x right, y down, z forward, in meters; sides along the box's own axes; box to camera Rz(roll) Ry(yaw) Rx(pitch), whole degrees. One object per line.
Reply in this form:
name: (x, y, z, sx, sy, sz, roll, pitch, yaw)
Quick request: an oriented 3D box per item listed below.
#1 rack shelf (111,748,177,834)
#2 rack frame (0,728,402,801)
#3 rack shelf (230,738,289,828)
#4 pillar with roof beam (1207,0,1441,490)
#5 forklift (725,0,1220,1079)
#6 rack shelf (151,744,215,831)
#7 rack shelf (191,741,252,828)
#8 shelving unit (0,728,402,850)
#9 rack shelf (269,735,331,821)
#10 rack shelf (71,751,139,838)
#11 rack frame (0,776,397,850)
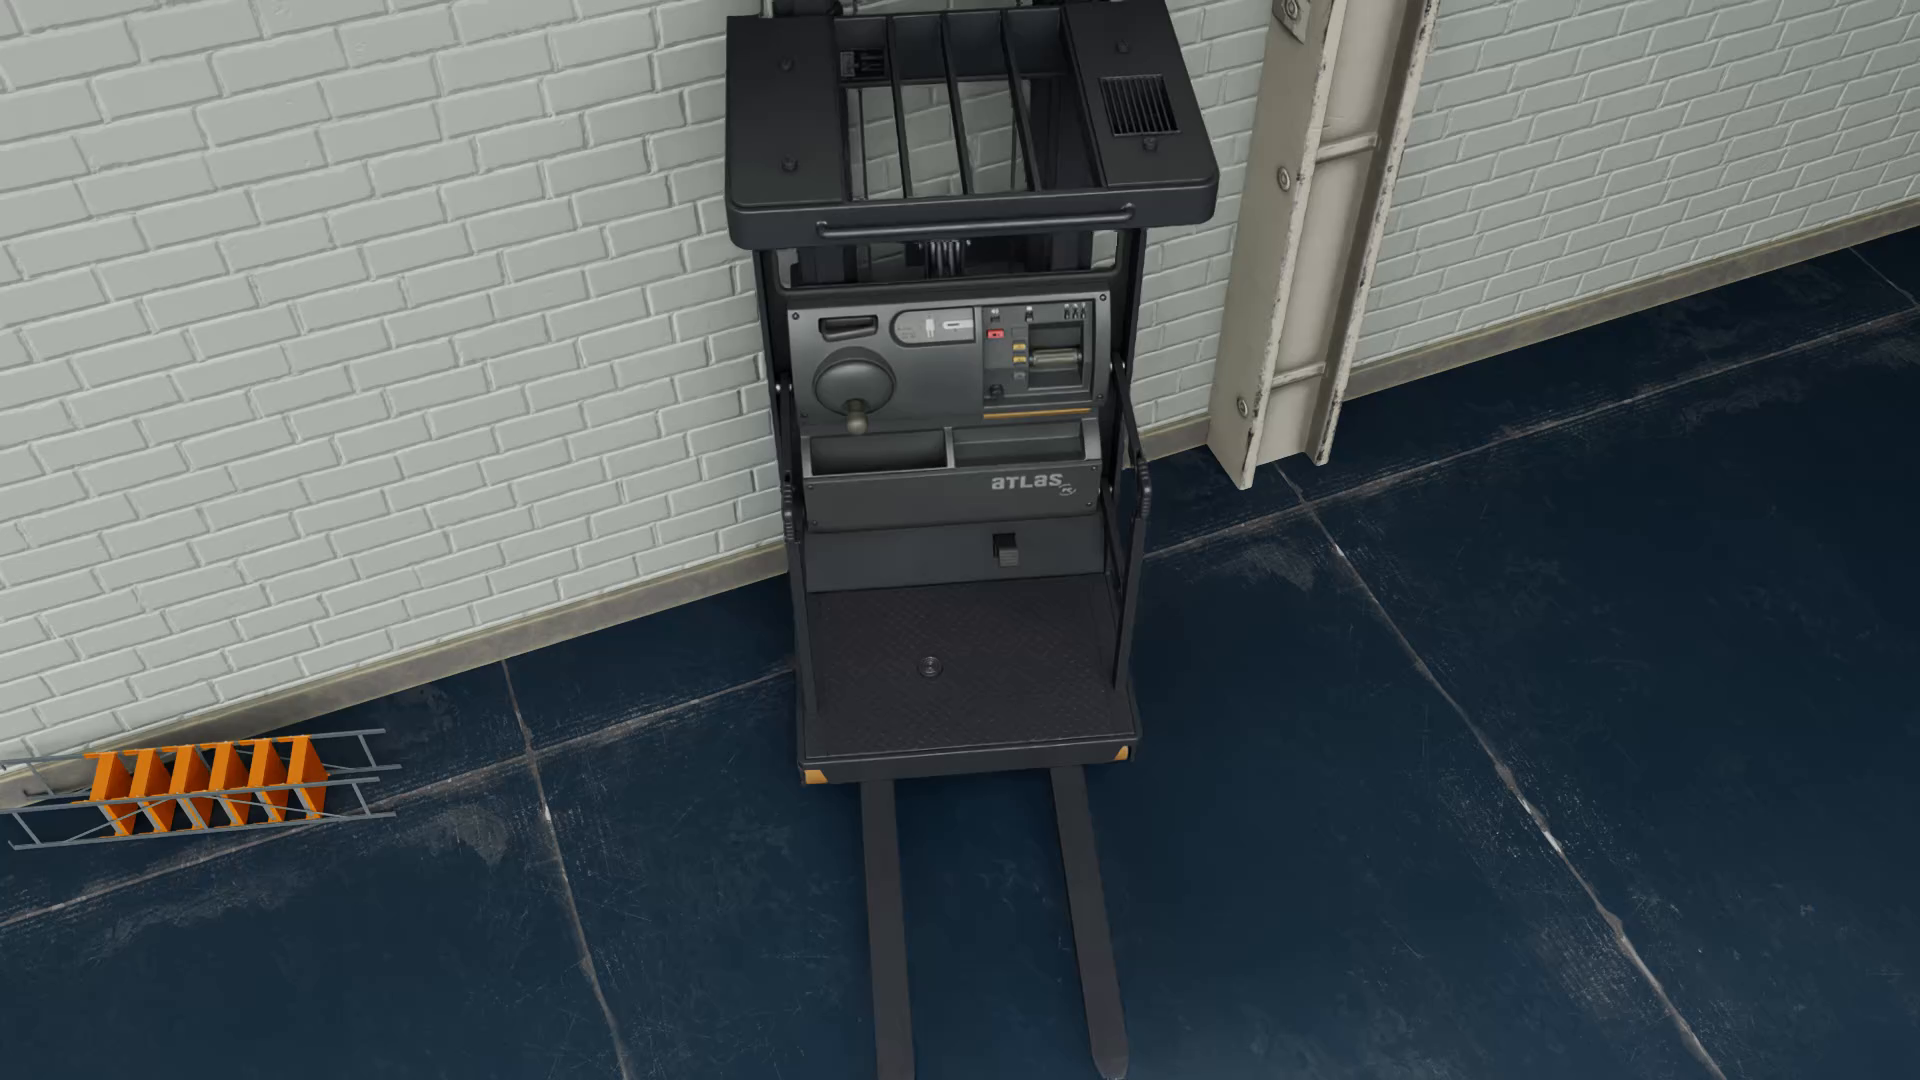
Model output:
rack shelf: (-2.619, 0.817, 5.360, 0.103, 0.258, 0.180, -4, 51, -5)
rack frame: (-2.467, 0.734, 5.433, 1.200, 0.240, 0.006, -4, 51, -5)
rack shelf: (-2.262, 0.790, 5.394, 0.103, 0.258, 0.180, -4, 51, -5)
pillar with roof beam: (2.832, -0.264, 0.545, 0.400, 9.000, 9.100, -17, 52, -14)
forklift: (-0.005, -0.419, 4.678, 1.130, 2.935, 3.031, -4, 49, -3)
rack shelf: (-2.500, 0.808, 5.372, 0.103, 0.258, 0.180, -4, 51, -5)
rack shelf: (-2.381, 0.799, 5.383, 0.103, 0.258, 0.180, -4, 51, -5)
shelving unit: (-2.456, 0.804, 5.376, 1.200, 0.258, 0.189, -4, 51, -5)
rack shelf: (-2.143, 0.780, 5.405, 0.103, 0.258, 0.180, -4, 51, -5)
rack shelf: (-2.738, 0.826, 5.349, 0.103, 0.258, 0.180, -4, 51, -5)
rack frame: (-2.445, 0.875, 5.318, 1.200, 0.240, 0.006, -4, 51, -5)
